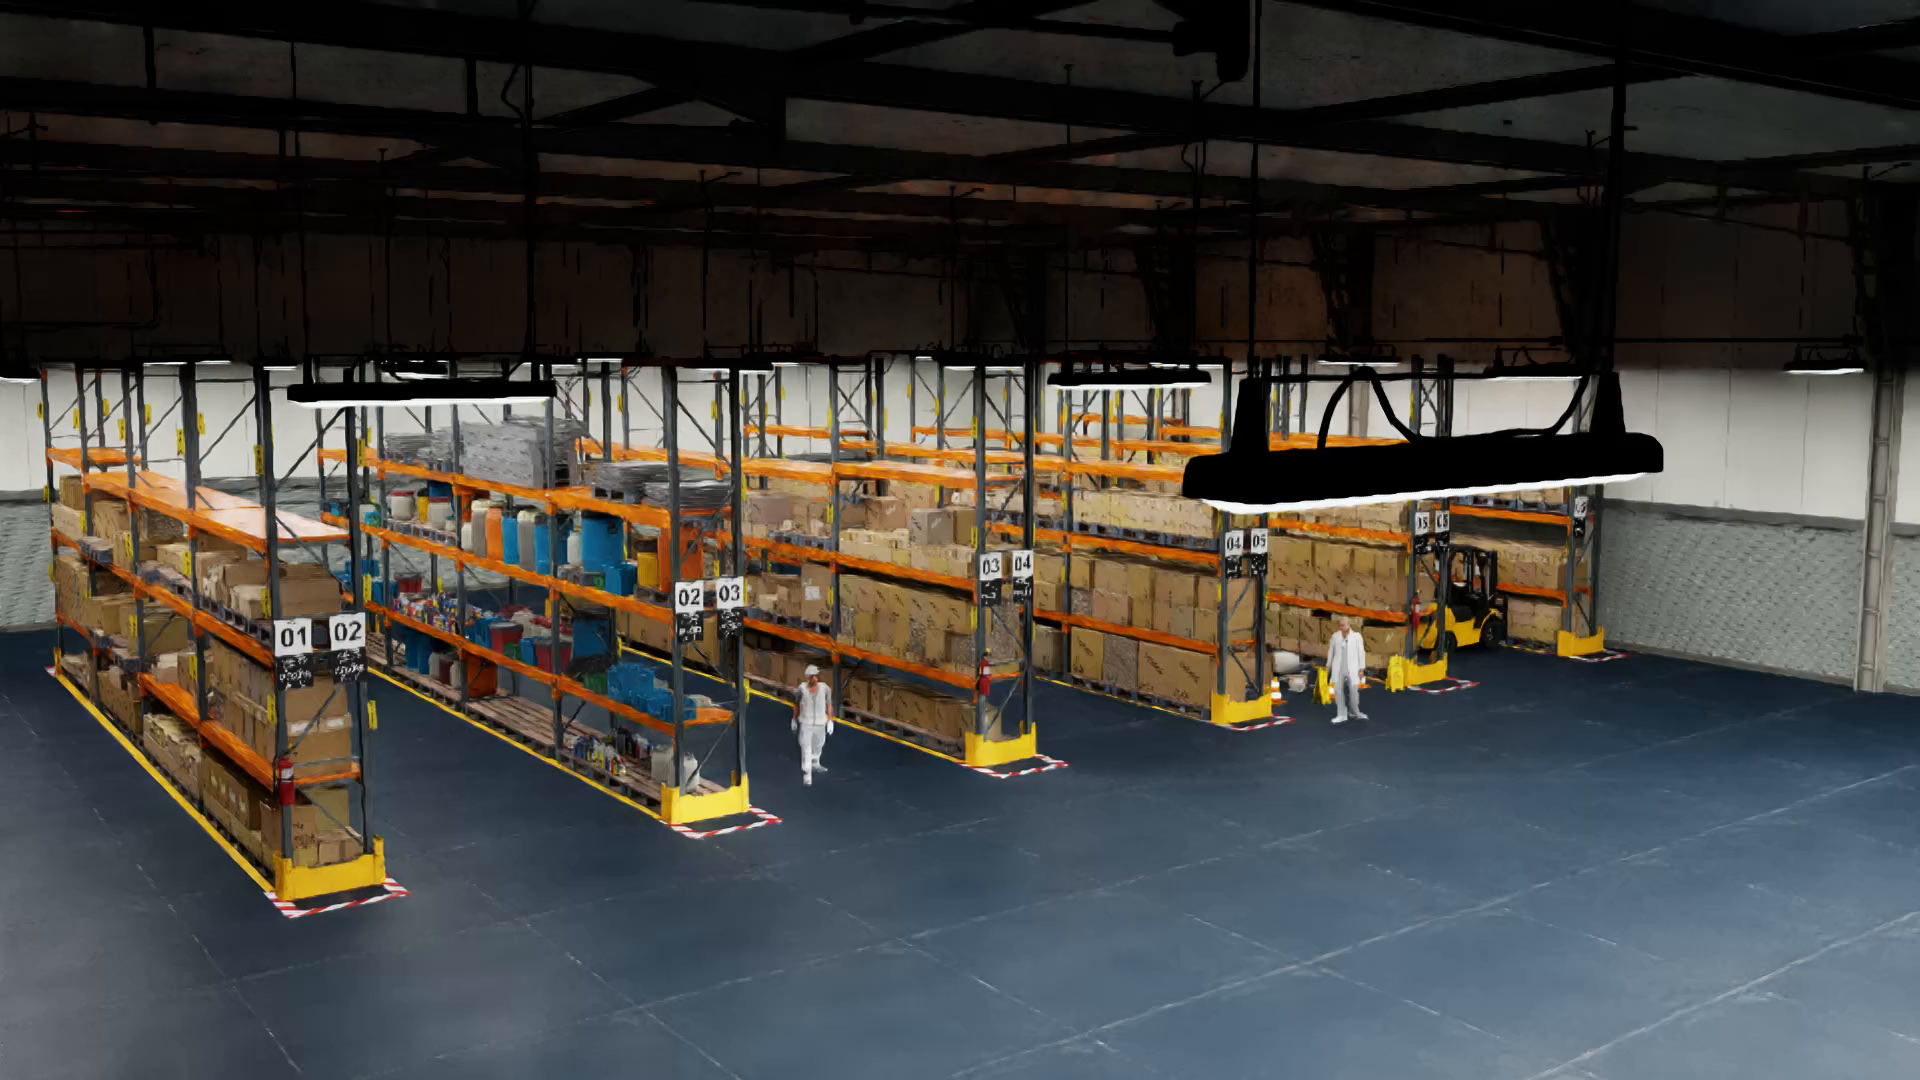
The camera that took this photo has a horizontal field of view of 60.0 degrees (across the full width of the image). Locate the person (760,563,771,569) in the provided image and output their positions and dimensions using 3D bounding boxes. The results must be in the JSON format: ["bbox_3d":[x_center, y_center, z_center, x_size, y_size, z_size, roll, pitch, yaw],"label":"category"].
[{"bbox_3d":[-4.005,1.296,34.495,0.591,1.782,0.463,4,8,32],"label":"person"}]

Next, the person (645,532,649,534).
[{"bbox_3d":[-7.613,0.612,40.930,0.518,1.631,0.680,3,8,25],"label":"person"}]

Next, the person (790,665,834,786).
[{"bbox_3d":[-2.117,2.620,23.870,0.596,1.734,0.987,-2,7,-16],"label":"person"}]

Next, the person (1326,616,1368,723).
[{"bbox_3d":[6.448,2.190,27.708,0.692,1.668,0.593,3,7,23],"label":"person"}]
